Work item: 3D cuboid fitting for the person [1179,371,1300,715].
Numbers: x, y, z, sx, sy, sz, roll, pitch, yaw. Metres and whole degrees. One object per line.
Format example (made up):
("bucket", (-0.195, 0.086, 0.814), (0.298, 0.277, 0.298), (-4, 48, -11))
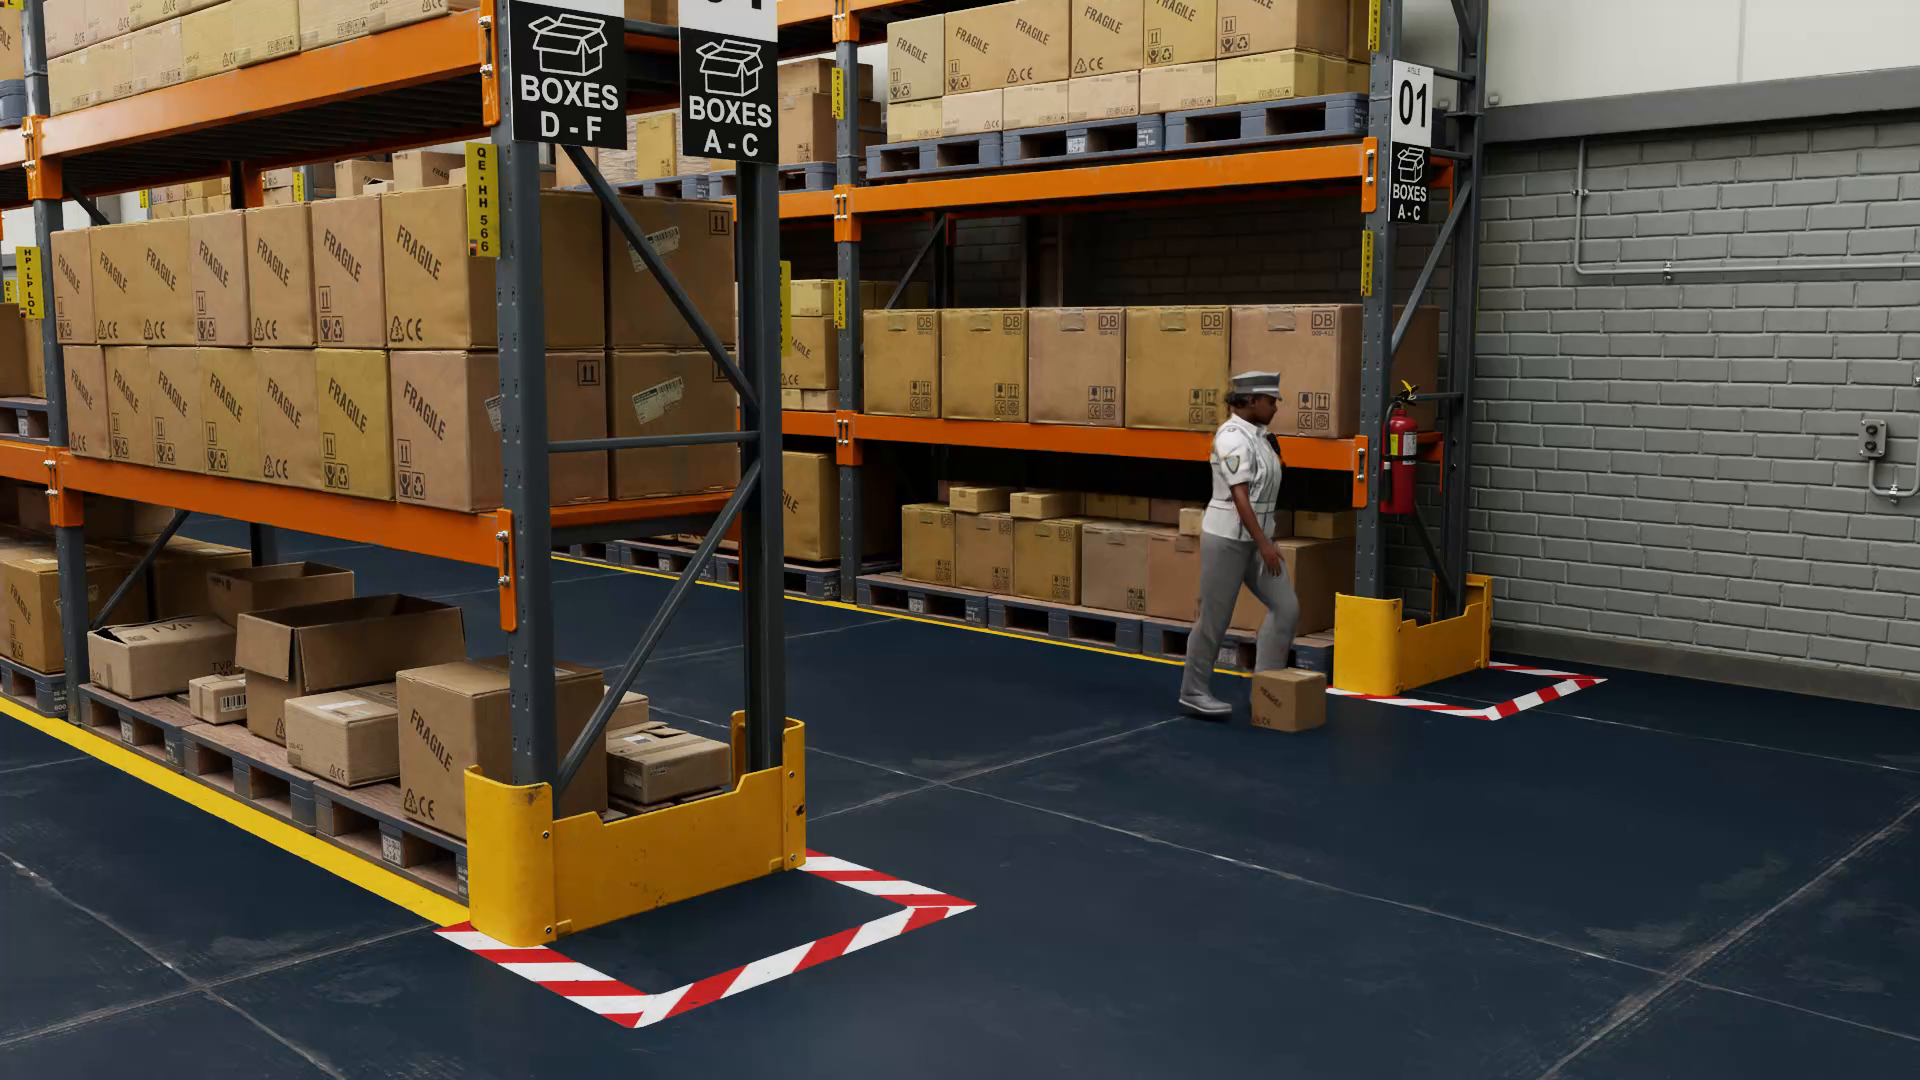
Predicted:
("person", (1.350, 0.056, 7.927), (0.574, 1.716, 0.467), (5, 9, 36))
